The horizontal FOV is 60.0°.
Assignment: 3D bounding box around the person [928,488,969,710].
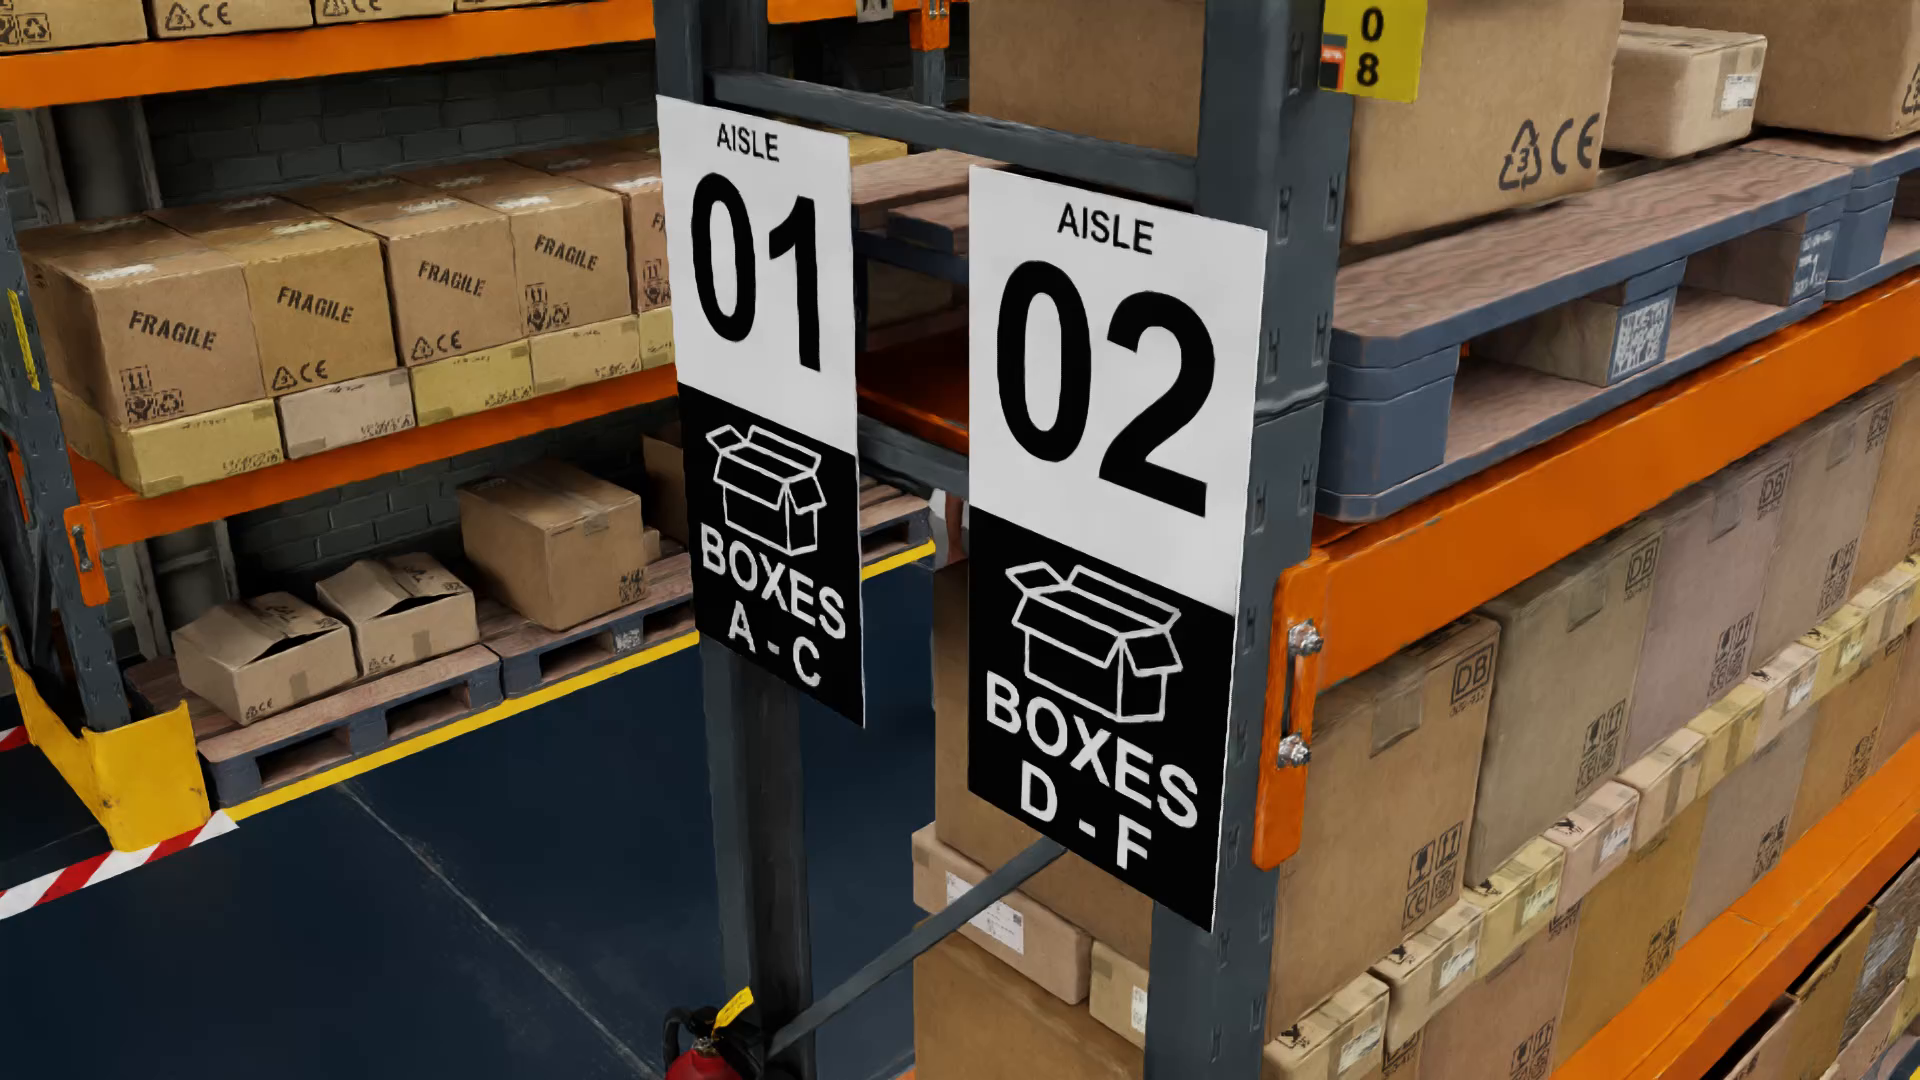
[{"bbox_3d":[0.111,-0.063,6.692,0.484,1.674,0.508,6,25,13],"label":"person"}]
